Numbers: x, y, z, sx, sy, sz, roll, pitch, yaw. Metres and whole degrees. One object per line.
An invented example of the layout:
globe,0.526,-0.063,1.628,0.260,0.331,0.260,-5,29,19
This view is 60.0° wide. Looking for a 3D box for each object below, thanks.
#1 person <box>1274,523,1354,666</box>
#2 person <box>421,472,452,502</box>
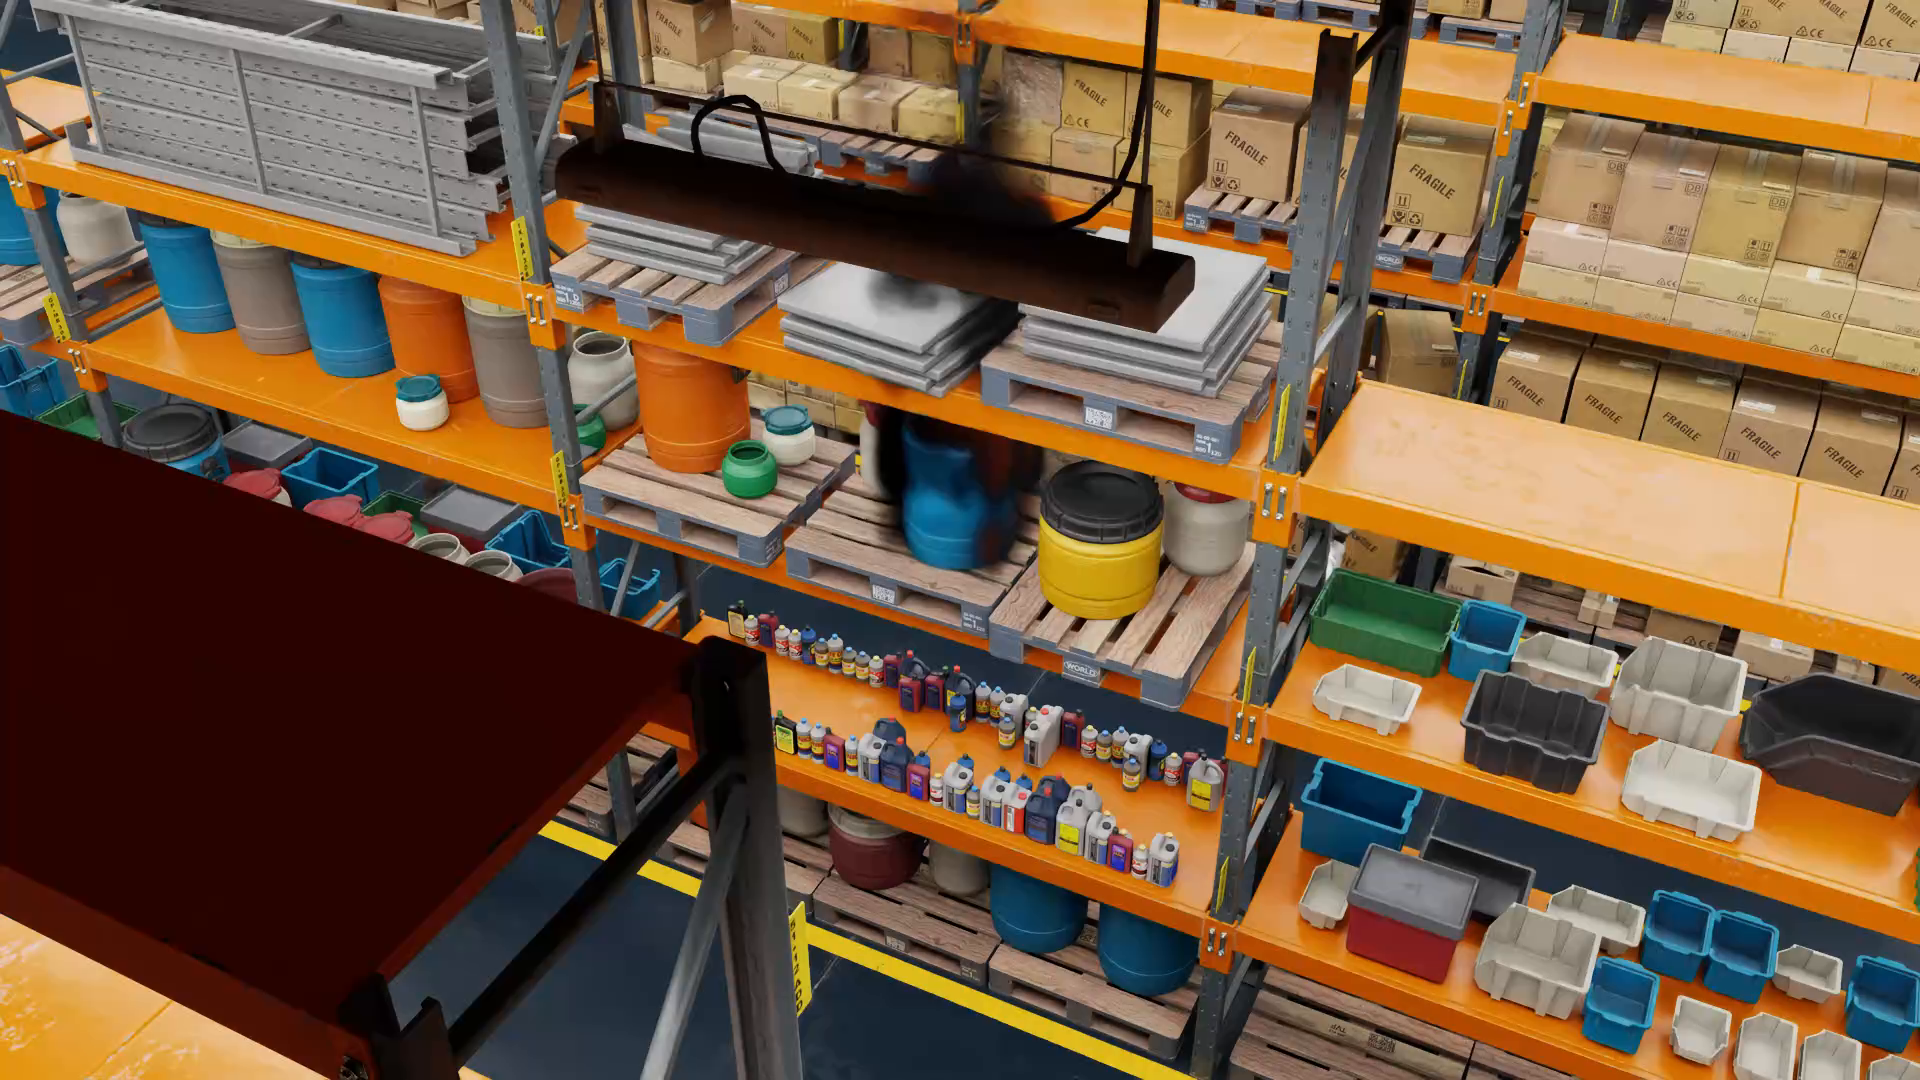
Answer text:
person,2.346,0.459,11.282,0.530,1.668,0.604,16,38,22
person,-4.054,-0.552,13.271,1.007,1.700,0.745,23,41,29
